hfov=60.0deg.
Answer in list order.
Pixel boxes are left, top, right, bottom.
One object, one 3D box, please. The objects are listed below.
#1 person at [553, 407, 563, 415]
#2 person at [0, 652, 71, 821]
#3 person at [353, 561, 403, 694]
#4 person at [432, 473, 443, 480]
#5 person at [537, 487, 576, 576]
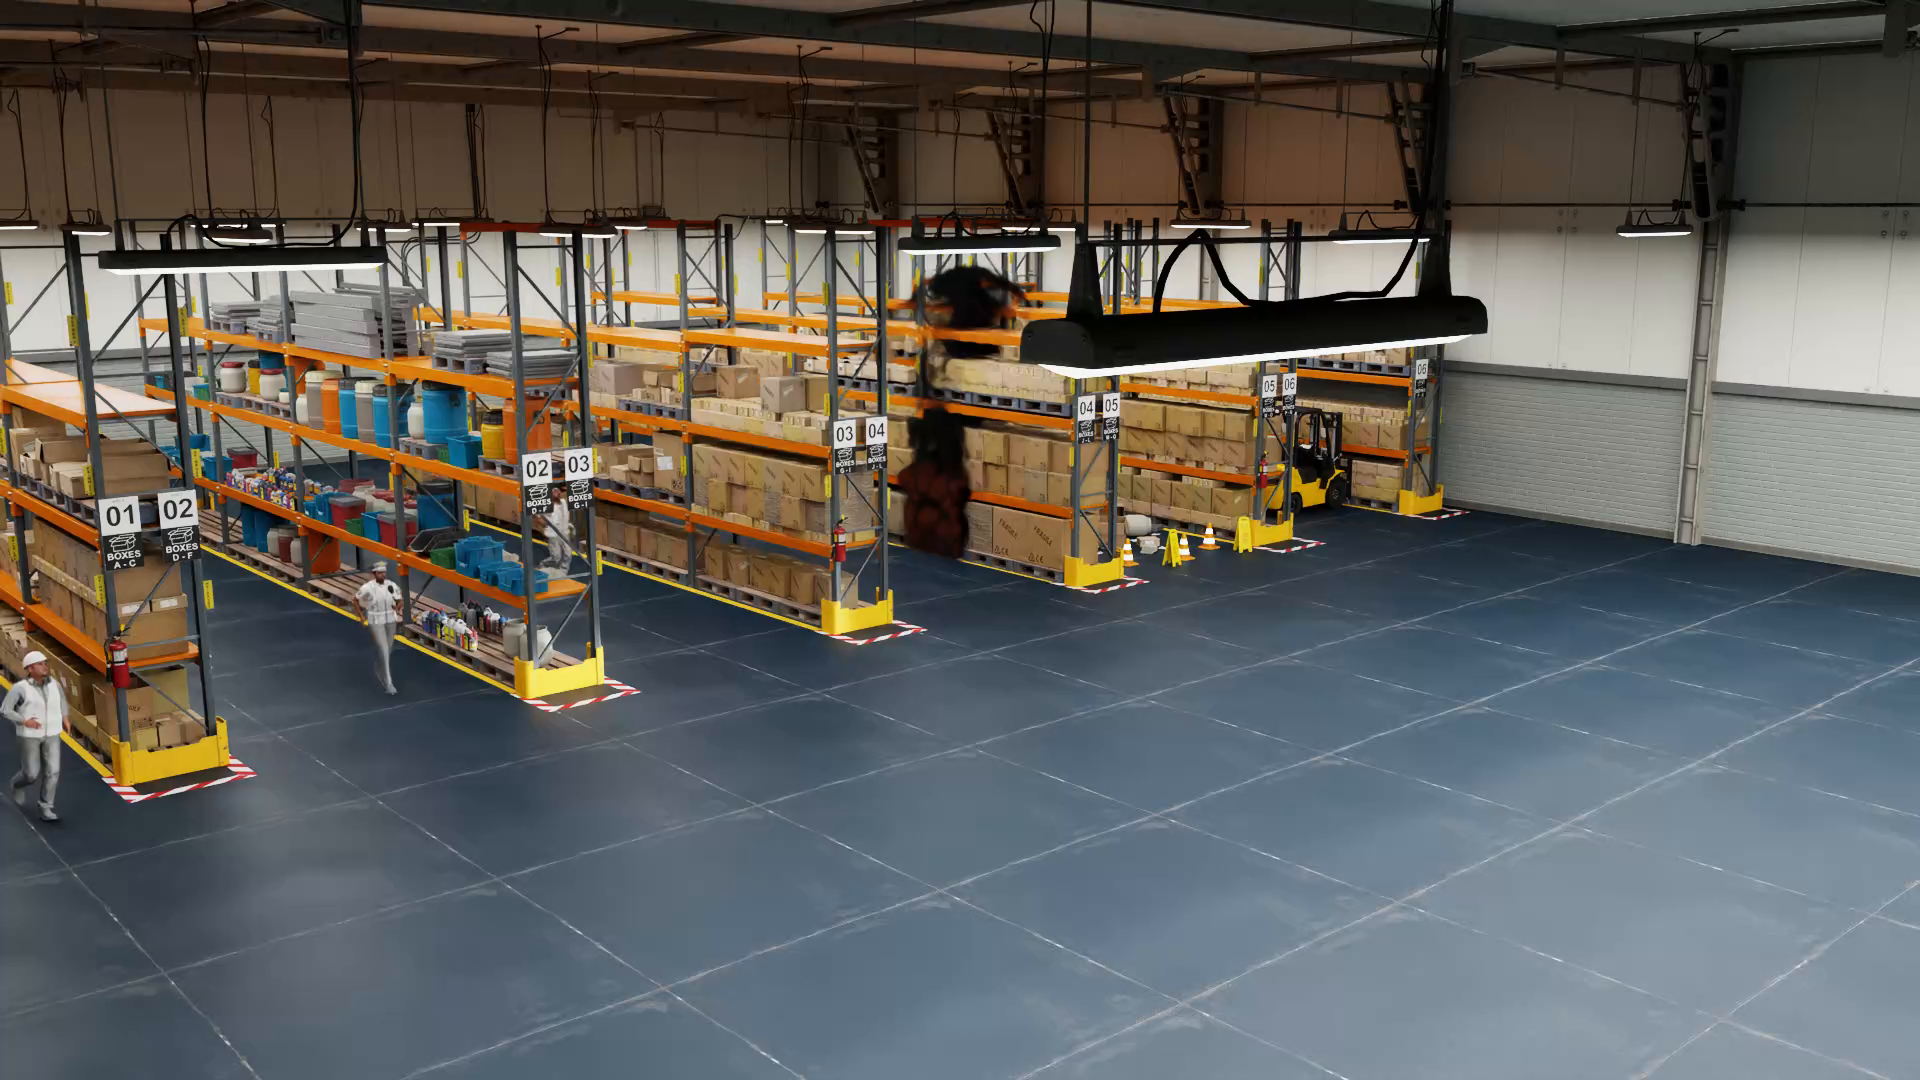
[{"bbox_3d":[-9.847,-2.484,40.118,0.645,1.583,0.509,10,15,42],"label":"person"},{"bbox_3d":[-9.633,2.009,17.461,0.777,1.661,0.716,9,15,39],"label":"person"},{"bbox_3d":[-7.665,1.124,22.017,0.787,1.744,0.561,11,16,43],"label":"person"},{"bbox_3d":[-9.324,-0.462,29.898,0.618,1.676,0.658,9,14,36],"label":"person"},{"bbox_3d":[-6.782,-0.089,27.890,0.699,1.743,0.687,9,14,37],"label":"person"}]
